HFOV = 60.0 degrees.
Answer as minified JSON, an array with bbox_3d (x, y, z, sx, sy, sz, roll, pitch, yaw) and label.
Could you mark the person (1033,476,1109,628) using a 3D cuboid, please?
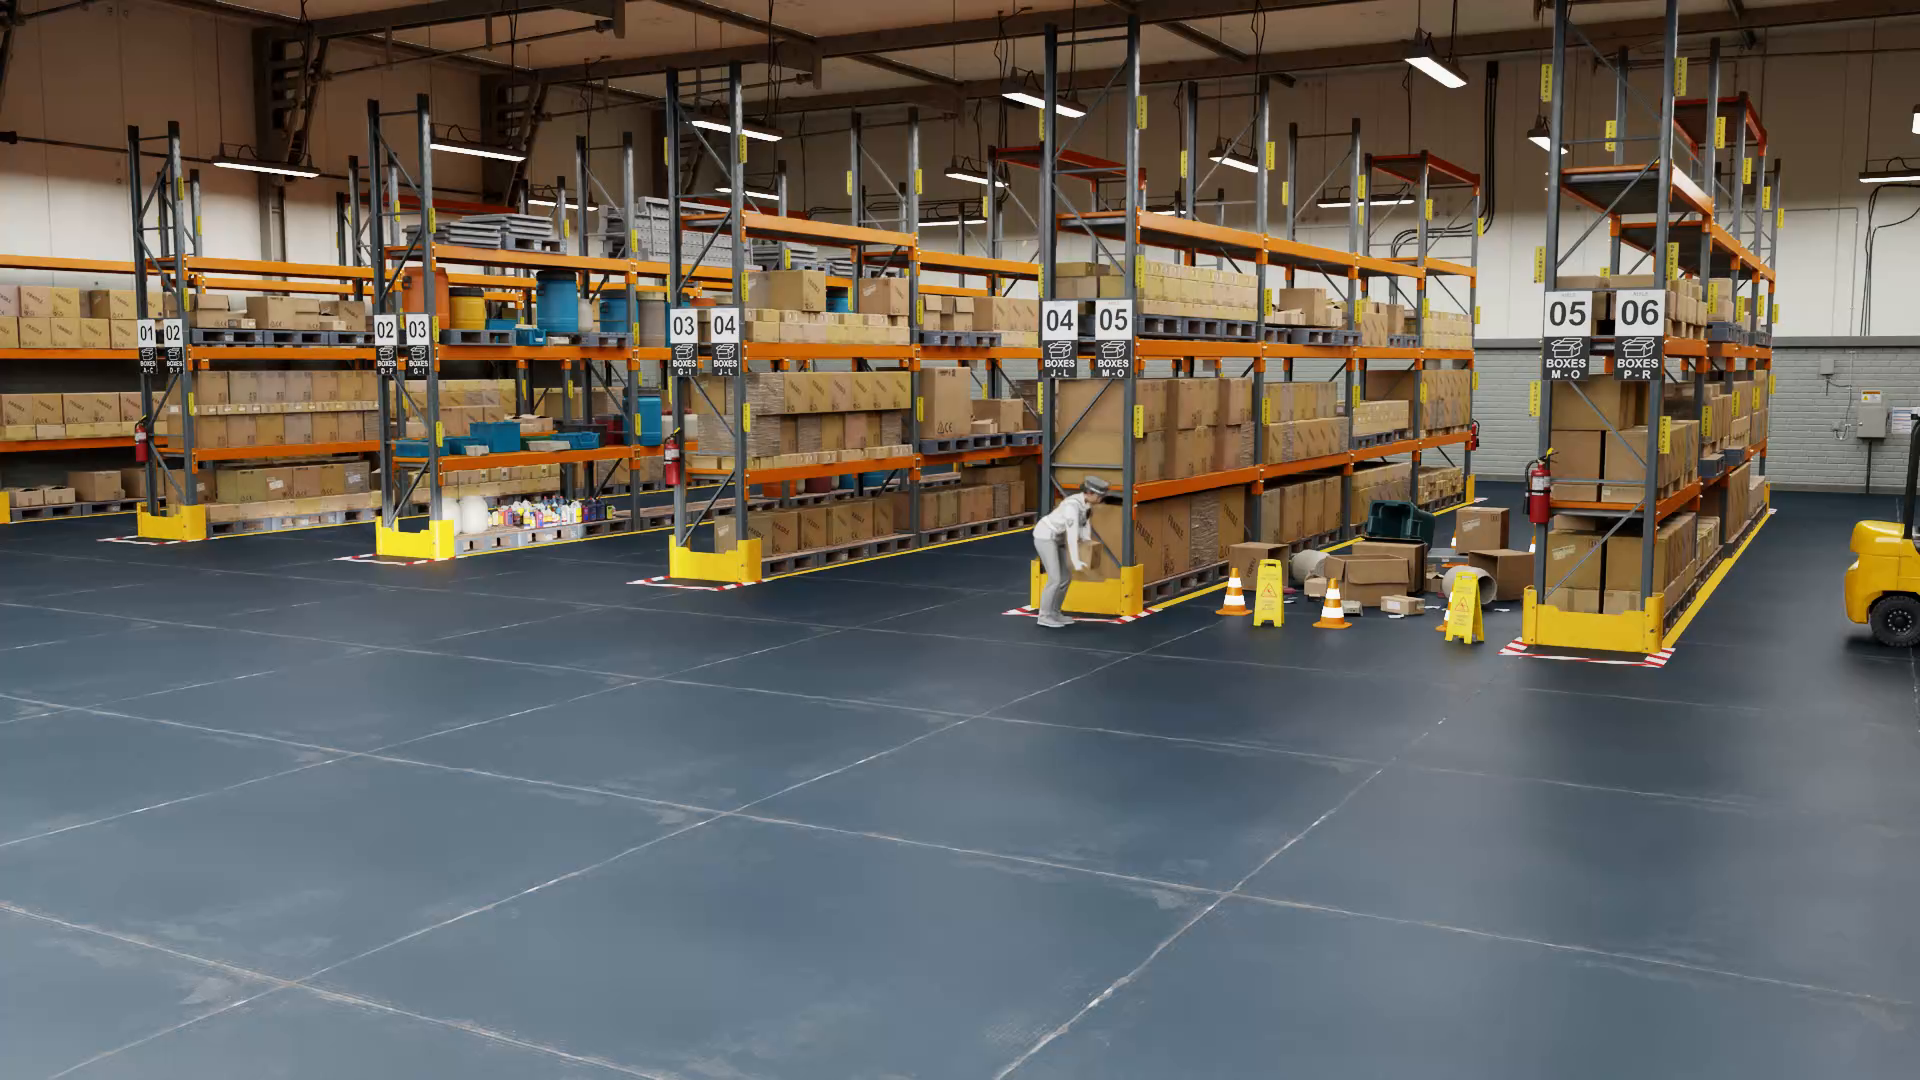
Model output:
[{"bbox_3d":[1.090,0.111,16.215,0.757,1.483,0.410,3,7,27],"label":"person"}]
